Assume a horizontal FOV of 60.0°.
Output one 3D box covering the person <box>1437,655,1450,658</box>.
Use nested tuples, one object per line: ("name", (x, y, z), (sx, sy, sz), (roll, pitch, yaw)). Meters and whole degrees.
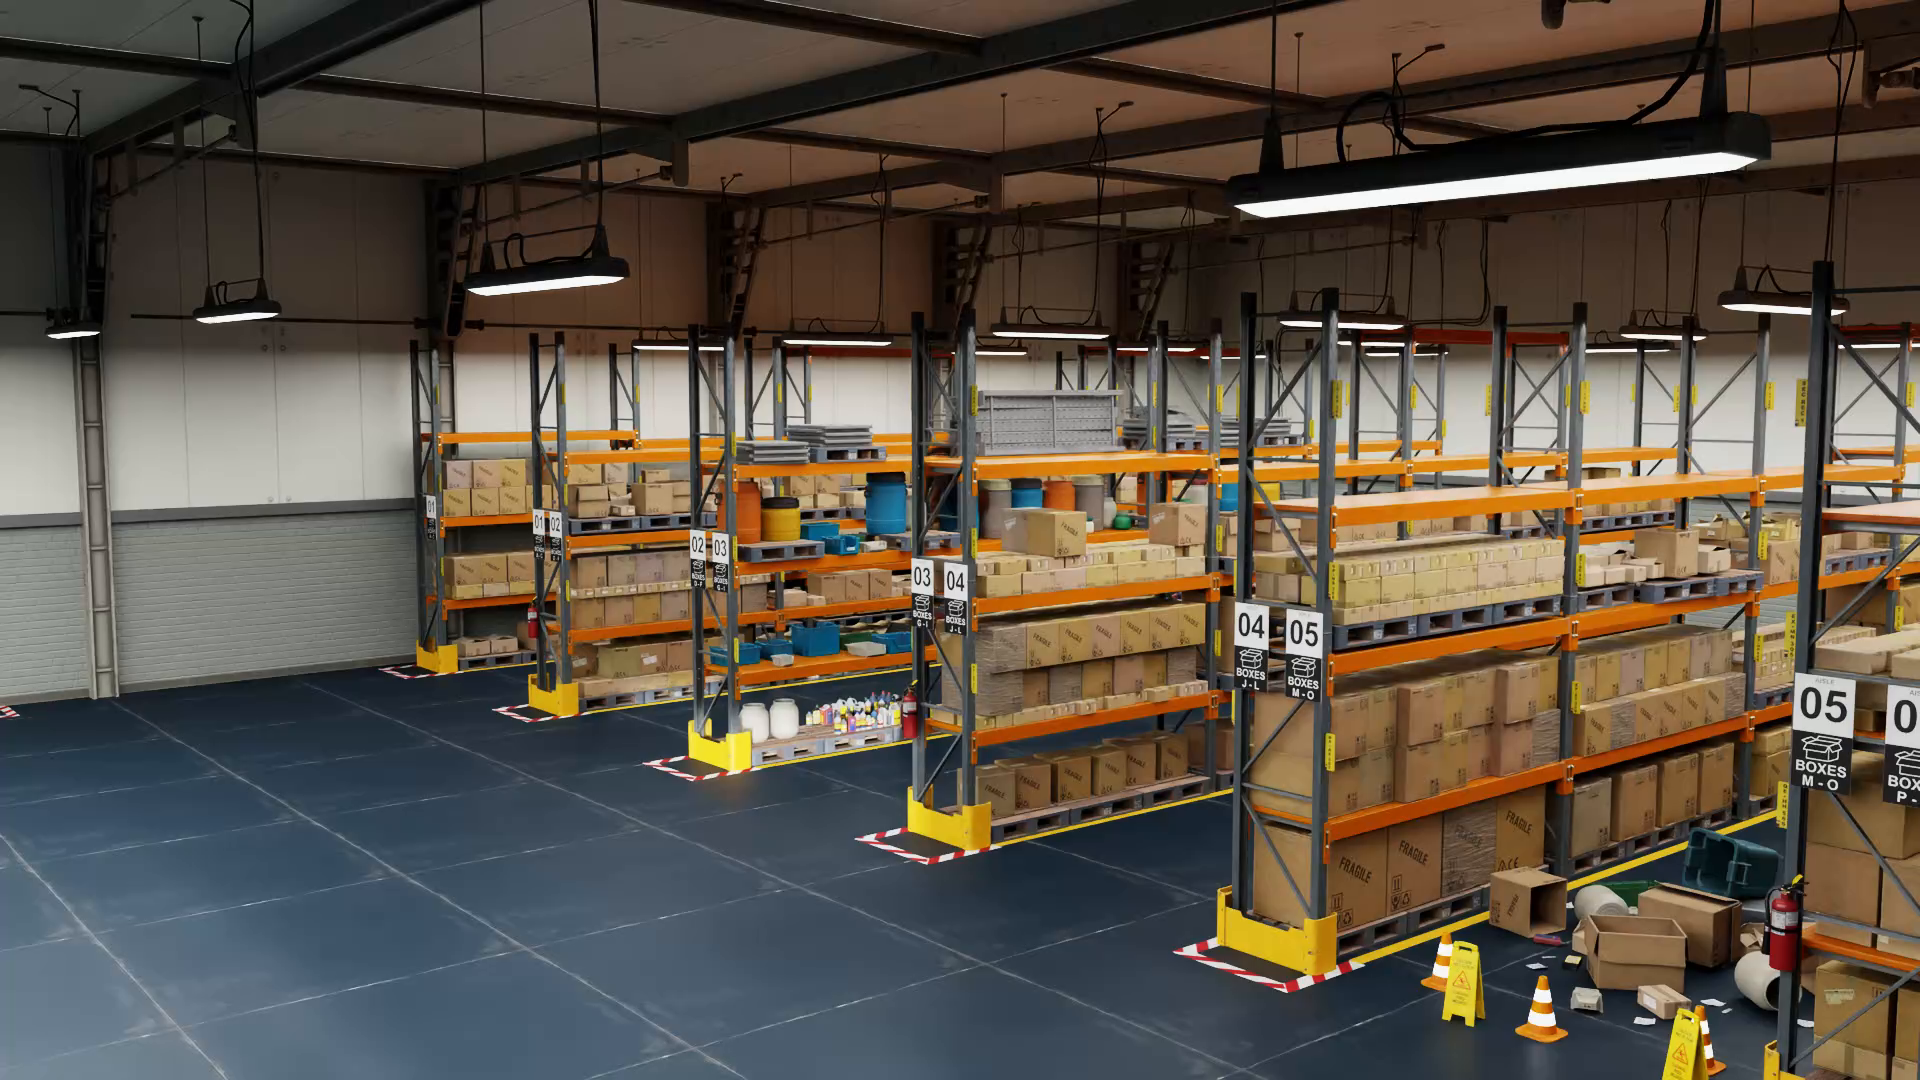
("person", (6.360, 2.300, 22.125), (1.007, 1.635, 0.595), (-4, 7, -39))
